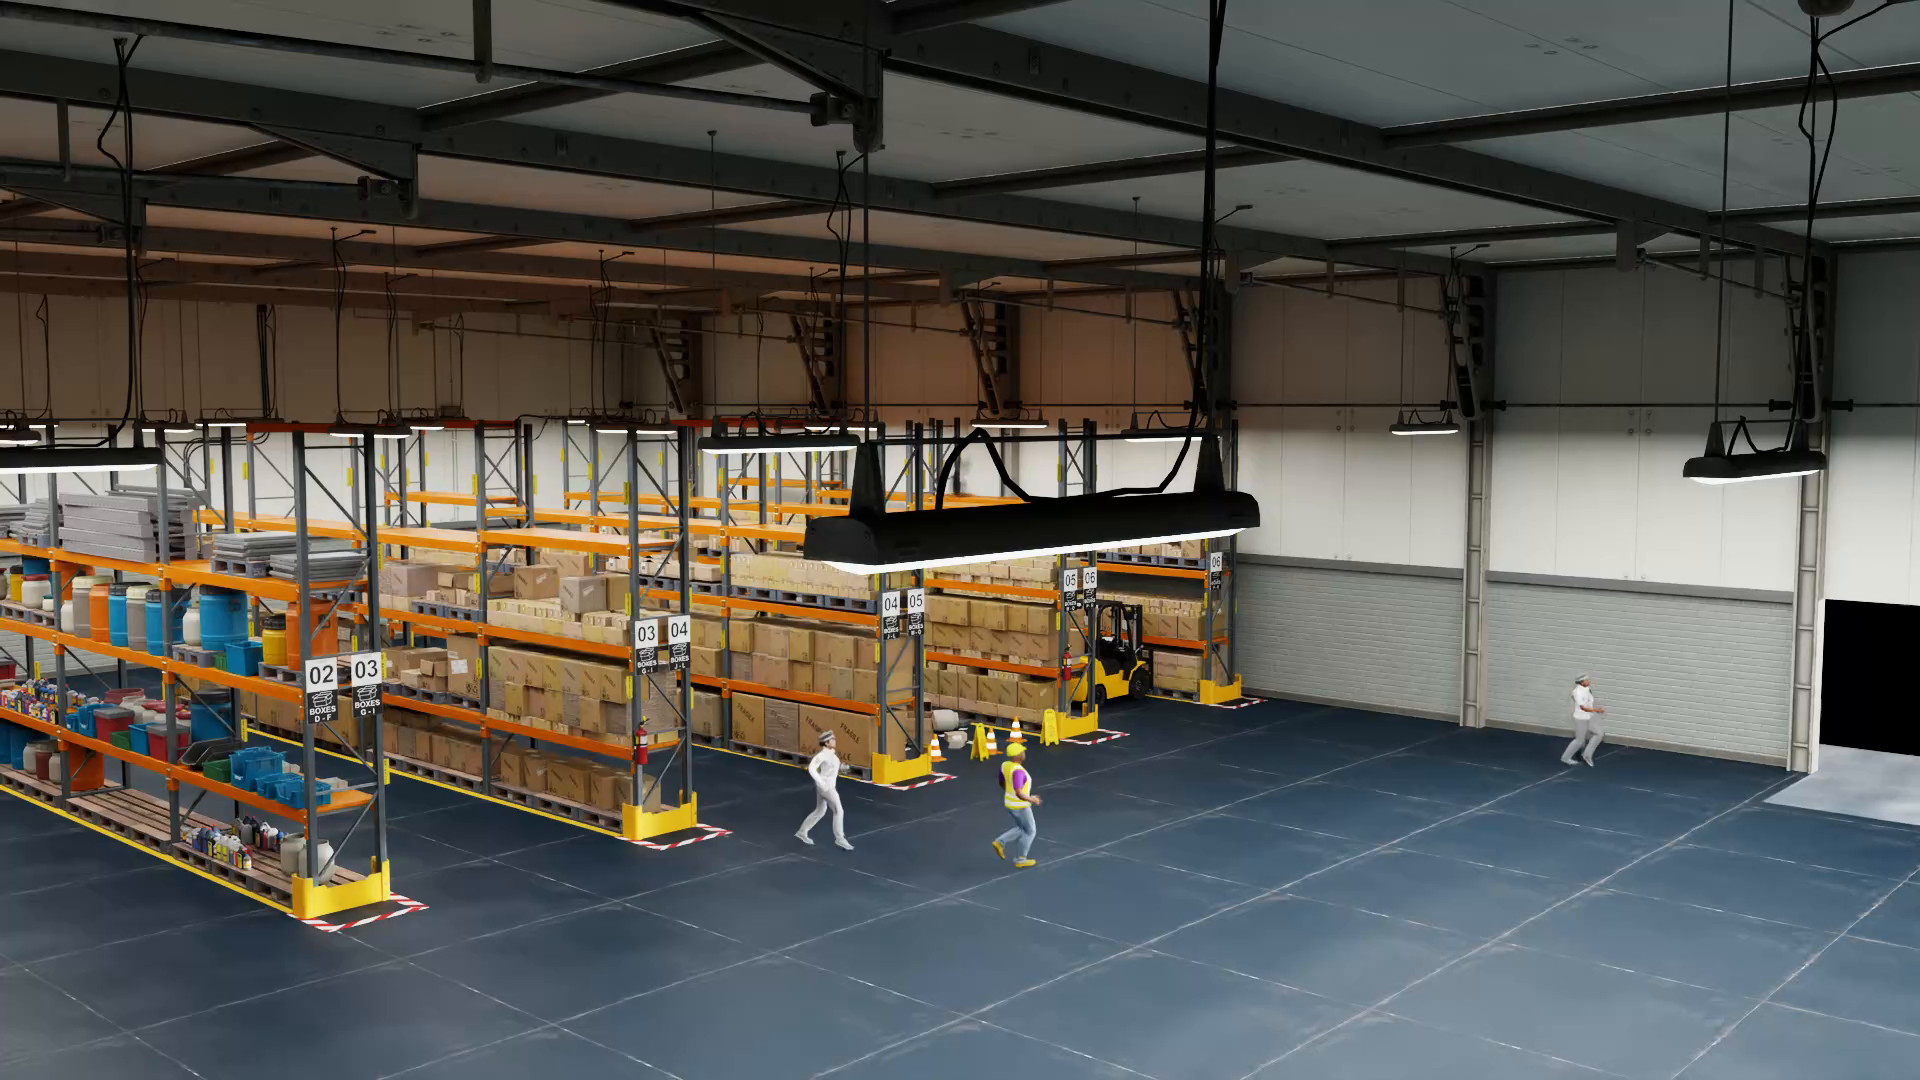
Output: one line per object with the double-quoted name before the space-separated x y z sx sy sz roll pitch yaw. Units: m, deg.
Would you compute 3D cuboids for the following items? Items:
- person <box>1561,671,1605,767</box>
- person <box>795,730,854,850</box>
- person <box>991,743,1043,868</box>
"person" 10.910 3.133 29.084 0.703 1.707 0.582 3 5 30
"person" -1.933 3.553 23.685 0.839 1.736 0.576 0 5 -4
"person" 0.759 3.618 22.701 0.609 1.714 0.697 -2 5 -19
